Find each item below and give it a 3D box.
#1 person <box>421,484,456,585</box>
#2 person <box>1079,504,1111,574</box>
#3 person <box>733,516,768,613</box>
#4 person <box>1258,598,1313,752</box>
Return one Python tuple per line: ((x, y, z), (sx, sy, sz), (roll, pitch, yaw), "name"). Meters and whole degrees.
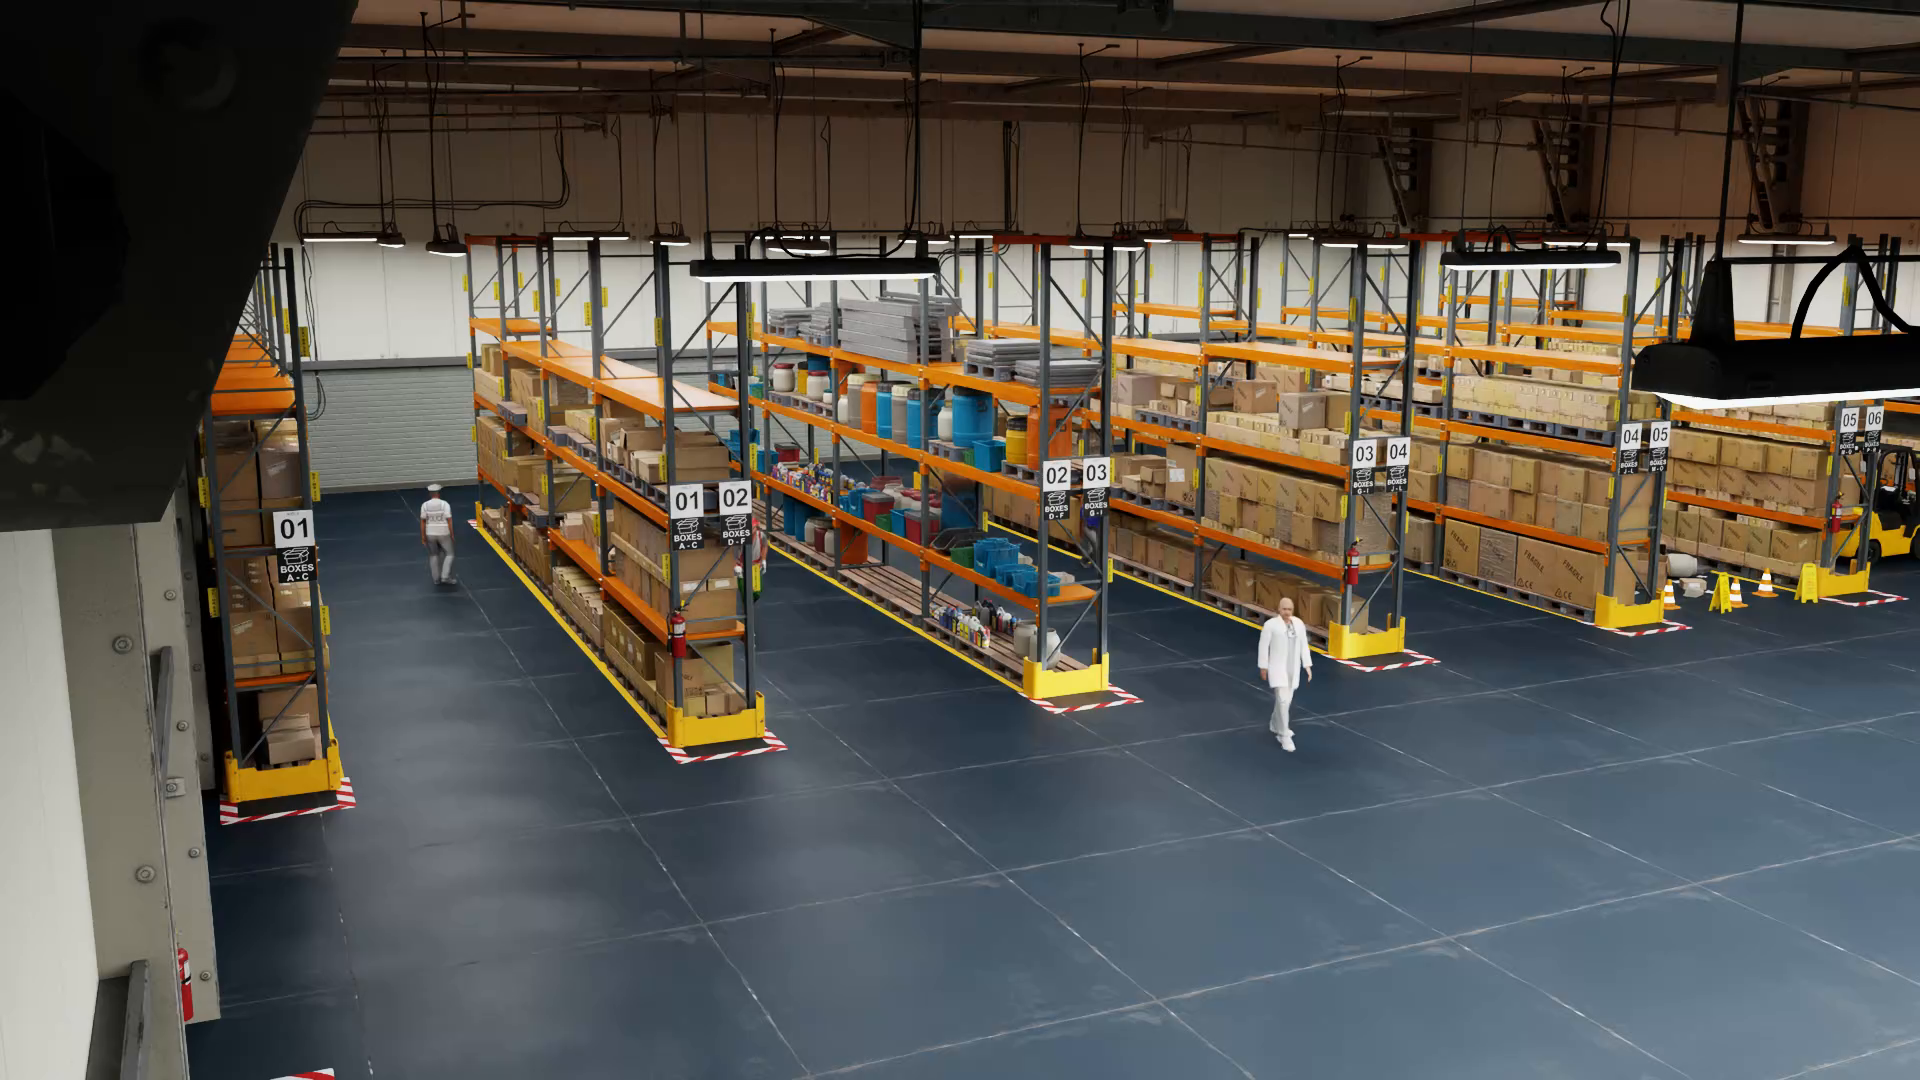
((-9.093, -0.083, 28.951), (0.576, 1.761, 0.533), (0, 11, 3), "person")
((2.331, -0.183, 28.778), (0.447, 1.491, 1.036), (-5, 12, -26), "person")
((-3.276, 0.422, 25.704), (0.650, 1.661, 0.700), (-4, 12, -18), "person")
((3.988, 1.603, 20.246), (0.589, 1.811, 0.763), (-4, 12, -21), "person")
